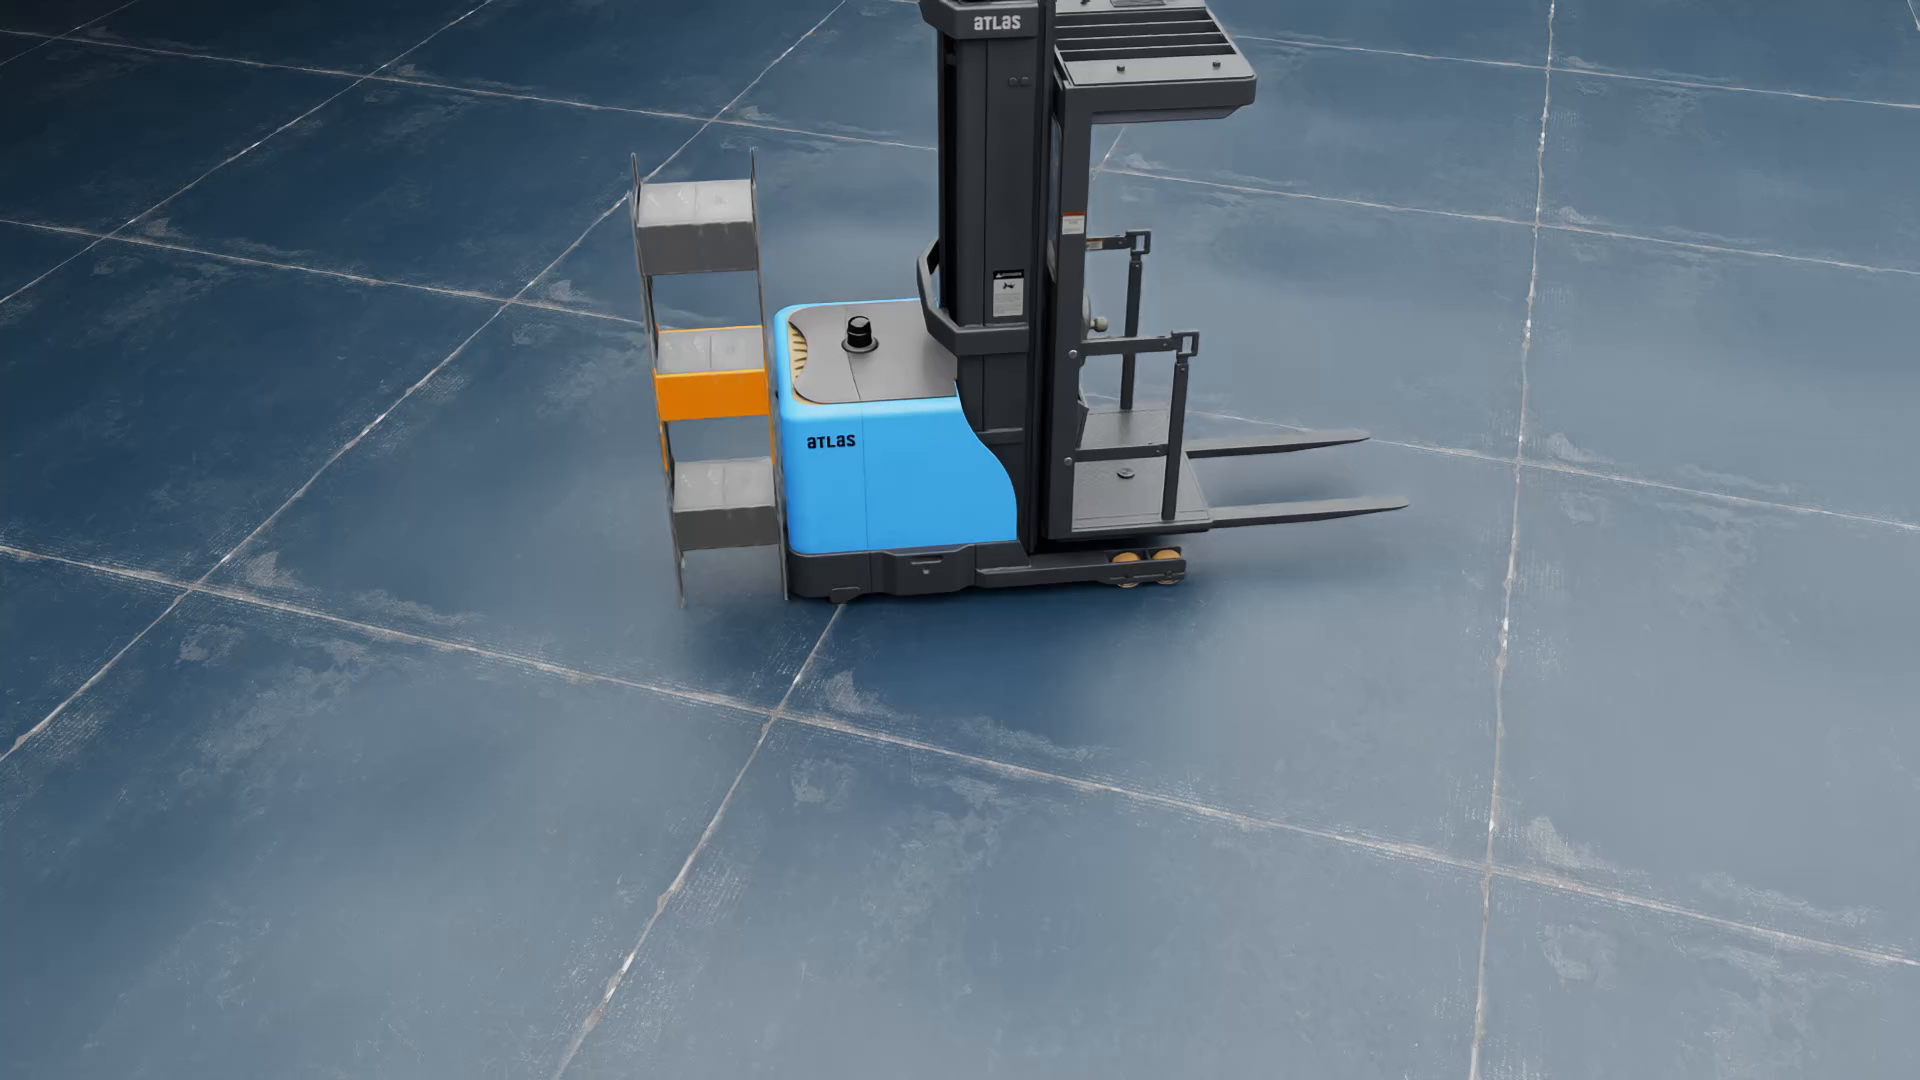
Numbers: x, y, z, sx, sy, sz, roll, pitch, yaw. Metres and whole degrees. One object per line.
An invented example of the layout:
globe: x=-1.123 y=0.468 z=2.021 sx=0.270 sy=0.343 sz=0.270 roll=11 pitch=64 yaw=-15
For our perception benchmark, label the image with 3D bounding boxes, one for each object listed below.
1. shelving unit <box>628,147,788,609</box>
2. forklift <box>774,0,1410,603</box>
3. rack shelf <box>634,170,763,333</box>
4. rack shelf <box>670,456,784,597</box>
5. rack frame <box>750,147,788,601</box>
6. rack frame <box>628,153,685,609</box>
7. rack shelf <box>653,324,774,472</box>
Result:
shelving unit: x=-1.086 y=-0.656 z=7.370 sx=0.503 sy=2.100 sz=0.431 roll=-4 pitch=37 yaw=-6
forklift: x=0.651 y=-1.262 z=7.492 sx=3.031 sy=2.935 sz=1.130 roll=-4 pitch=37 yaw=-6
rack shelf: x=-1.086 y=-1.209 z=6.963 sx=0.480 sy=0.518 sz=0.431 roll=-4 pitch=37 yaw=-6
rack shelf: x=-1.086 y=-0.081 z=7.793 sx=0.480 sy=0.518 sz=0.431 roll=-4 pitch=37 yaw=-6
rack frame: x=-0.844 y=-0.673 z=7.394 sx=0.015 sy=2.100 sz=0.400 roll=-4 pitch=37 yaw=-6
rack frame: x=-1.329 y=-0.639 z=7.347 sx=0.015 sy=2.100 sz=0.400 roll=-4 pitch=37 yaw=-6
rack shelf: x=-1.086 y=-0.645 z=7.378 sx=0.480 sy=0.518 sz=0.431 roll=-4 pitch=37 yaw=-6
